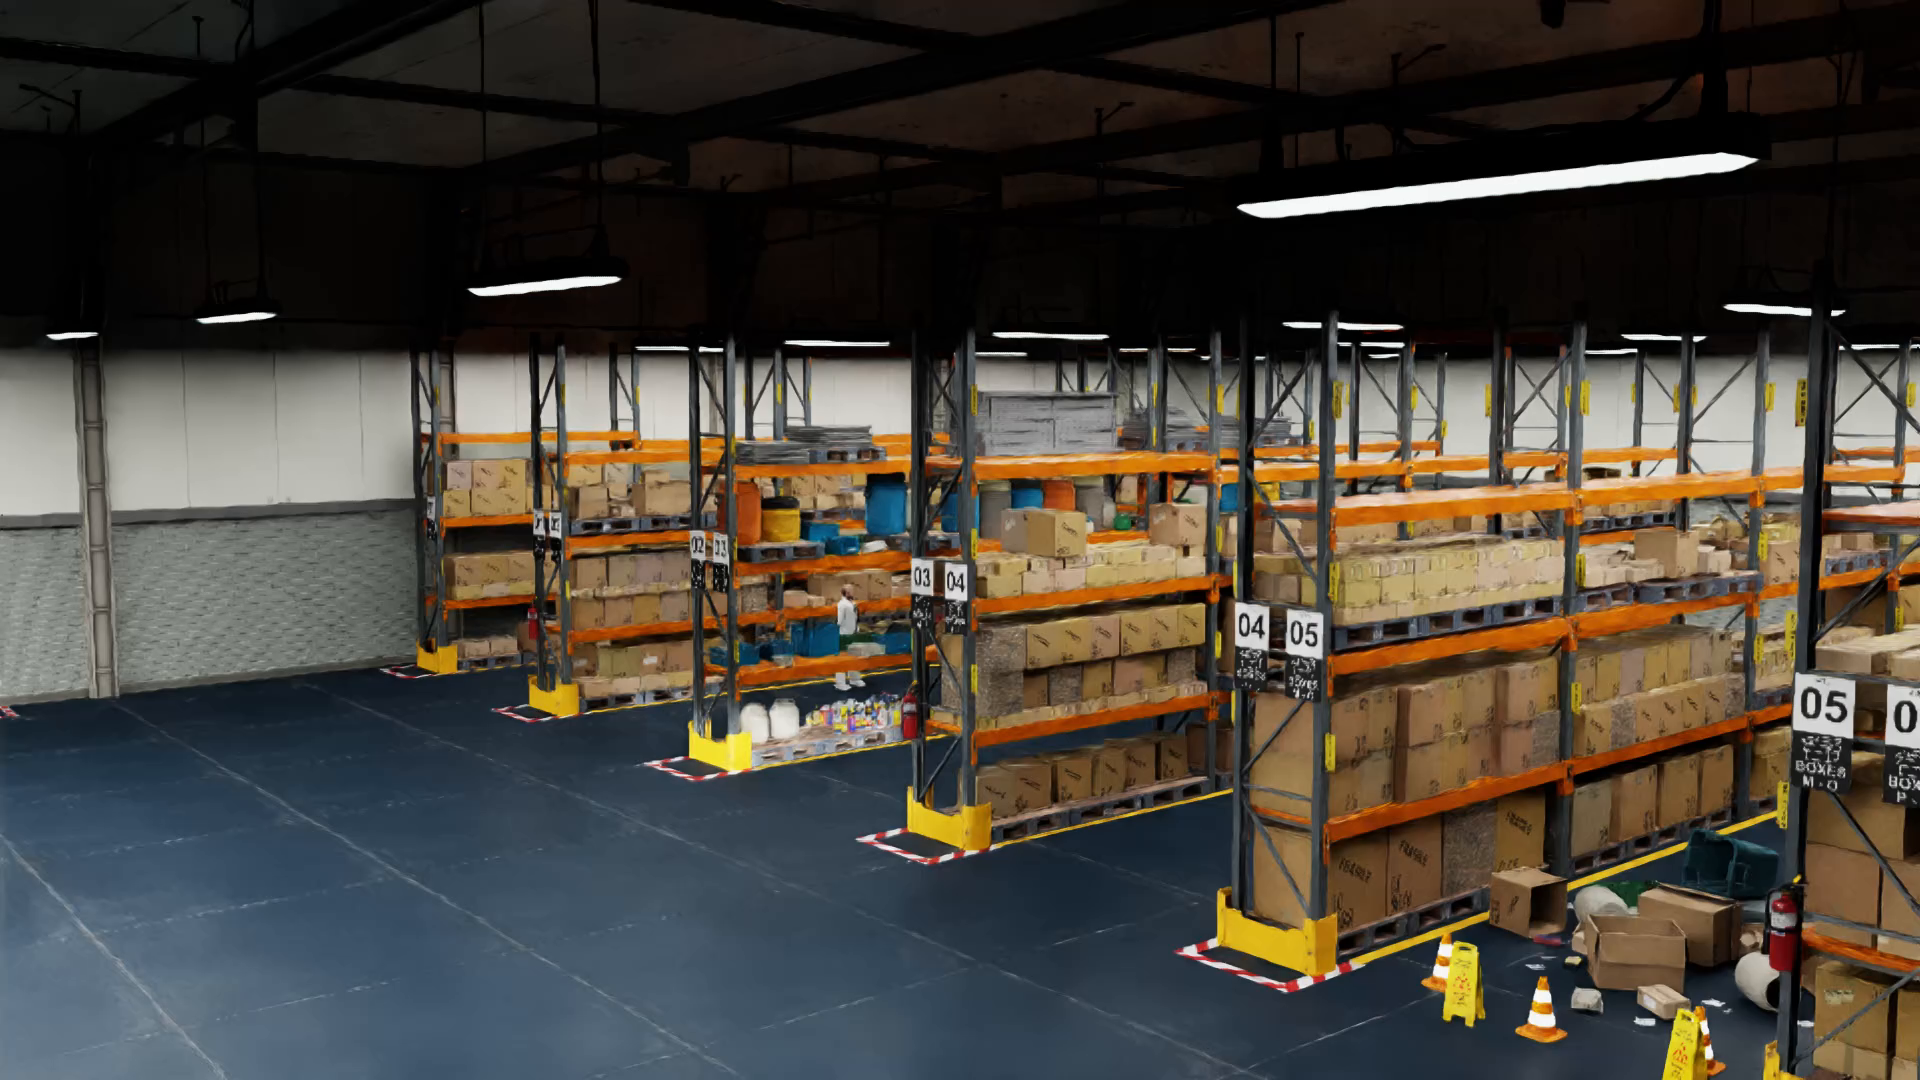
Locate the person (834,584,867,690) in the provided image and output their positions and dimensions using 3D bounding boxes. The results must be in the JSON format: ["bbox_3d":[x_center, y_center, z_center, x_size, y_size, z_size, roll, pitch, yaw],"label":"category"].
[{"bbox_3d":[-1.866,1.639,28.369,0.515,1.782,0.638,2,6,20],"label":"person"}]

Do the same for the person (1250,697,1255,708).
[{"bbox_3d":[4.892,1.883,26.383,0.797,1.577,0.502,-5,7,-40],"label":"person"}]
